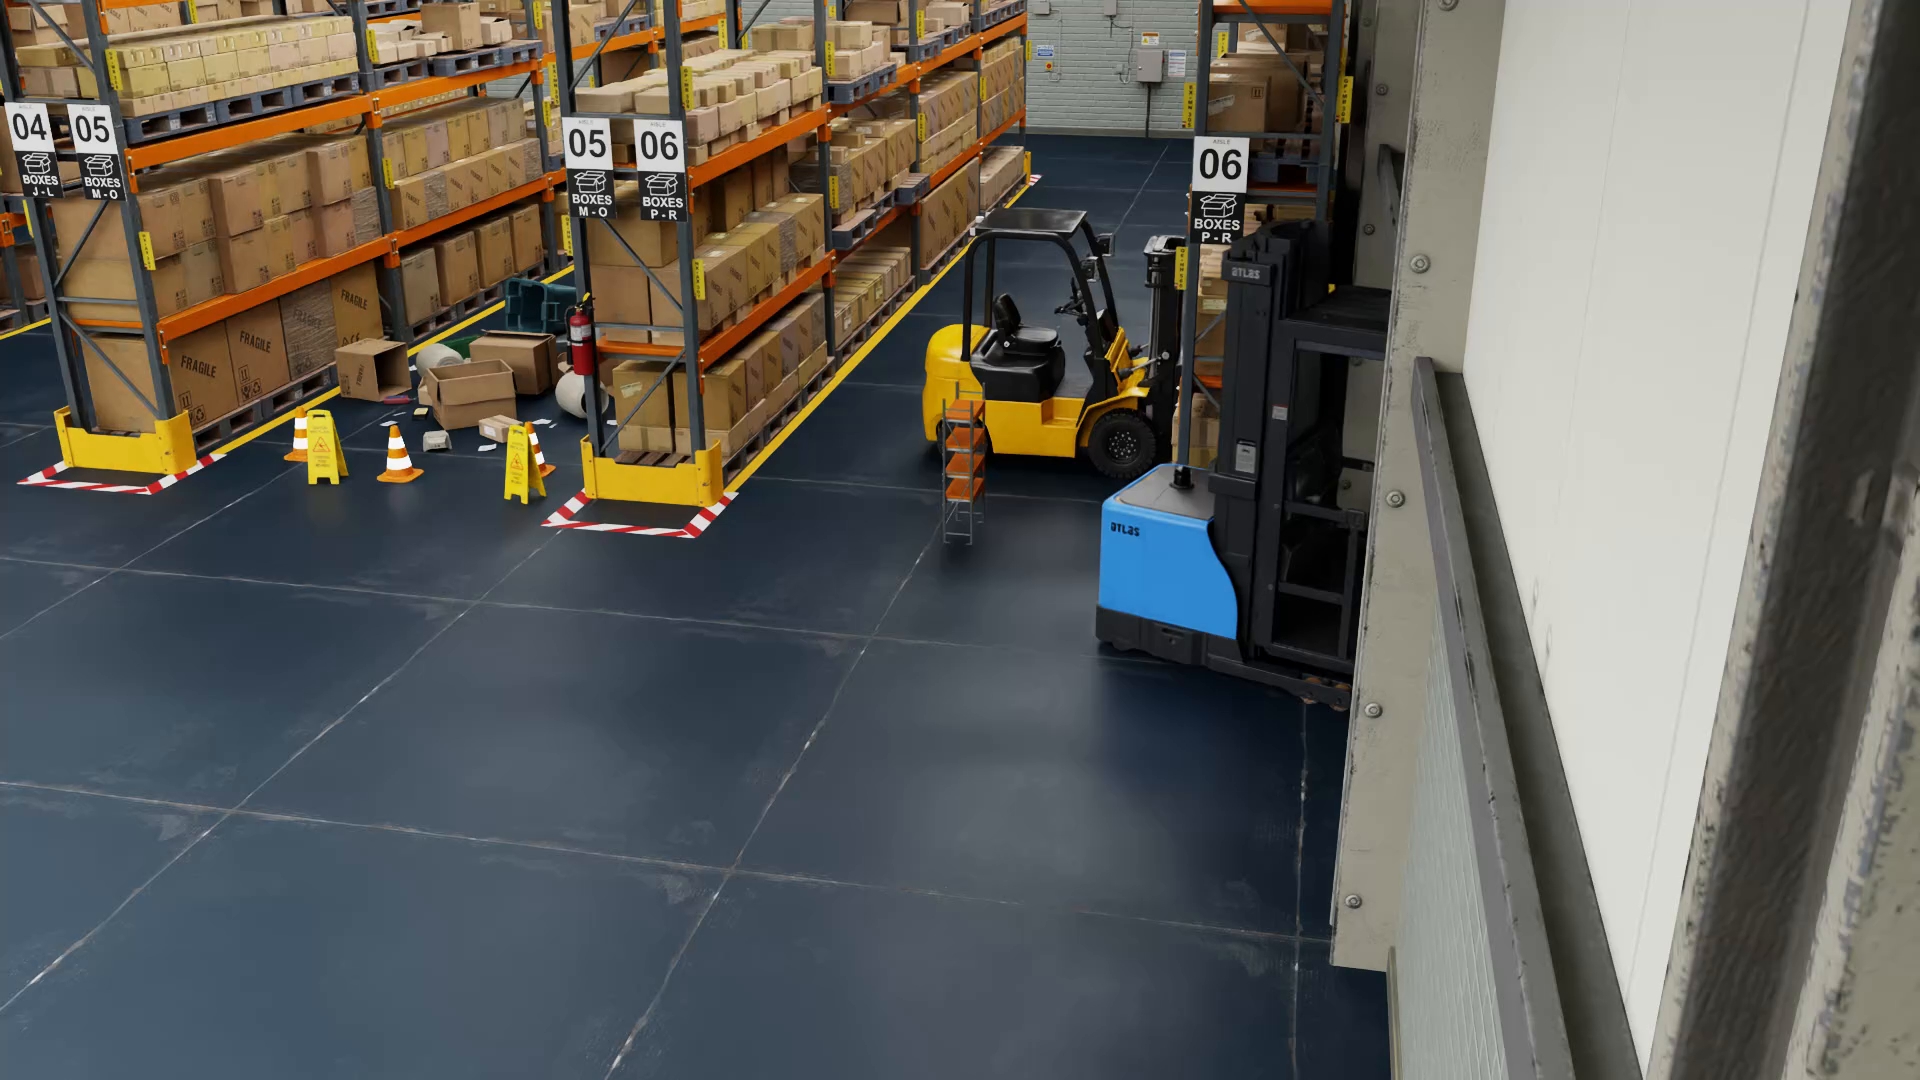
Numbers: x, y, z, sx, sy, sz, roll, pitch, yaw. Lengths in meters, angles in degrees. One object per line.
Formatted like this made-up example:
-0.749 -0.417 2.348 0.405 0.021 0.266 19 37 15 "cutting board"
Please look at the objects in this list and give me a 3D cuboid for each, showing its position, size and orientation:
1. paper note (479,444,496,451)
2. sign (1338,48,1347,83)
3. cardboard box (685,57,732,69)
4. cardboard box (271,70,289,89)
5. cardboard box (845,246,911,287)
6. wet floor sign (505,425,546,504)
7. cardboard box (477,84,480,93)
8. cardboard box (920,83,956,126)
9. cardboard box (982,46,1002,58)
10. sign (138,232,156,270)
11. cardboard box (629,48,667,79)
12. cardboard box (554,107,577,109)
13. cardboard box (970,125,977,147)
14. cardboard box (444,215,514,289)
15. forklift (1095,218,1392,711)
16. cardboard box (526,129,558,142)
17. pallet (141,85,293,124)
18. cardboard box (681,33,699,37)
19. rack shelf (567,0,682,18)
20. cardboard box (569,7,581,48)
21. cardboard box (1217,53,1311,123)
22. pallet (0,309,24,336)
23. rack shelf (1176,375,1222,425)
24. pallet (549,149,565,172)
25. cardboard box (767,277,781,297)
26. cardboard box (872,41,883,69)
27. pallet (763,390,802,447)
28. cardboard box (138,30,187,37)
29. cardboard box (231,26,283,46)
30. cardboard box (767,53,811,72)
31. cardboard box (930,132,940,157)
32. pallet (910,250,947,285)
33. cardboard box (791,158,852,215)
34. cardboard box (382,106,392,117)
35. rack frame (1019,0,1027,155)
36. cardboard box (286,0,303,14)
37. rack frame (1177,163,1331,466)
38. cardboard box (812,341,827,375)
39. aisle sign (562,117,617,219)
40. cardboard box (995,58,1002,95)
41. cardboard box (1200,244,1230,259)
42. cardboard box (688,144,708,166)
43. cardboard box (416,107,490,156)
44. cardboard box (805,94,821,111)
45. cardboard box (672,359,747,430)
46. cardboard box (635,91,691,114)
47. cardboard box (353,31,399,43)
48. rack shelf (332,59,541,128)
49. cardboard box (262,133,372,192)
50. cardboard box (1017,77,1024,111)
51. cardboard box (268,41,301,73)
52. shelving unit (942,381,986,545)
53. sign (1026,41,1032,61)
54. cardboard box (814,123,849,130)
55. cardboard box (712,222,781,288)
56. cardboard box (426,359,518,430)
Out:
-4.403 -0.866 15.493 0.148 0.019 0.142 -3 22 -8 "paper note"
3.573 -4.458 15.624 0.100 0.325 0.005 4 22 11 "sign"
-2.382 -4.476 15.735 0.380 0.149 0.250 4 22 11 "cardboard box"
-6.717 -4.441 16.022 0.380 0.149 0.250 4 22 10 "cardboard box"
-1.140 -3.441 20.869 0.950 0.372 0.625 3 22 7 "cardboard box"
-3.734 -0.666 14.173 0.267 0.644 0.232 13 25 29 "wet floor sign"
-8.834 -8.081 29.769 0.380 0.149 0.250 5 22 12 "cardboard box"
-0.356 -5.898 22.541 0.500 0.500 0.500 5 22 12 "cardboard box"
0.449 -7.597 25.890 0.380 0.149 0.250 5 22 11 "cardboard box"
-6.972 -2.480 14.261 0.100 0.325 0.005 4 22 11 "sign"
-4.735 -7.269 25.548 0.500 0.500 0.500 5 22 12 "cardboard box"
-5.383 -5.904 23.006 0.380 0.149 0.250 6 23 13 "cardboard box"
-0.043 -5.881 24.173 0.500 0.250 0.500 4 22 10 "cardboard box"
-6.269 -3.627 20.824 1.050 0.750 0.750 5 22 12 "cardboard box"
2.465 -0.489 10.676 3.031 2.935 1.130 13 25 29 "forklift"
-5.586 -5.389 22.127 0.380 0.149 0.250 5 23 13 "cardboard box"
-7.126 -4.156 15.791 1.003 0.211 1.213 4 22 11 "pallet"
-4.697 -8.257 28.000 0.500 0.500 0.500 5 22 12 "cardboard box"
-2.239 -4.925 14.533 1.077 0.370 4.000 4 22 11 "rack shelf"
-5.409 -6.822 22.157 0.500 0.500 0.500 4 22 11 "cardboard box"
2.528 -3.808 13.973 0.797 0.503 0.637 5 23 13 "cardboard box"
-11.635 -2.422 19.116 1.003 0.211 1.213 4 22 11 "pallet"
2.621 -1.766 14.717 1.077 0.370 4.000 4 22 11 "rack shelf"
-5.840 -5.192 22.516 1.213 0.211 1.003 4 22 11 "pallet"
-1.901 -2.391 15.642 0.380 0.149 0.250 5 22 11 "cardboard box"
-1.136 -5.280 18.101 0.500 0.250 0.500 4 22 10 "cardboard box"
-2.180 -1.219 16.129 1.003 0.211 1.213 4 22 11 "pallet"
-7.466 -4.679 15.544 0.380 0.149 0.250 5 22 11 "cardboard box"
-6.718 -4.815 15.883 0.380 0.149 0.250 4 22 10 "cardboard box"
-1.660 -4.620 16.093 0.380 0.149 0.250 4 22 10 "cardboard box"
-0.563 -5.189 21.785 0.500 0.250 0.500 5 22 12 "cardboard box"
-0.780 -3.660 22.190 1.003 0.211 1.213 4 22 11 "pallet"
-1.455 -3.737 17.554 0.500 0.500 0.500 5 22 12 "cardboard box"
-9.461 -6.952 26.967 0.380 0.149 0.250 4 22 9 "cardboard box"
0.618 -7.597 28.232 1.000 3.000 0.127 4 22 11 "rack frame"
-10.212 -8.040 24.874 0.500 0.311 0.500 4 22 9 "cardboard box"
2.213 -1.369 12.767 1.000 3.000 0.127 4 22 11 "rack frame"
-1.689 -1.891 17.183 0.500 0.250 0.500 5 23 13 "cardboard box"
-2.944 -2.951 13.216 0.394 0.787 0.004 4 22 11 "aisle sign"
0.360 -7.171 25.702 0.500 0.500 0.500 5 22 12 "cardboard box"
2.194 -2.380 13.879 0.380 0.149 0.250 5 22 12 "cardboard box"
-2.262 -3.117 13.429 0.380 0.149 0.250 4 22 11 "cardboard box"
-6.187 -4.986 20.276 0.700 0.500 0.500 4 22 10 "cardboard box"
-1.596 -4.345 16.477 0.380 0.149 0.250 5 22 11 "cardboard box"
-2.208 -1.295 14.700 0.500 0.500 0.500 4 22 9 "cardboard box"
-2.375 -3.505 13.325 0.380 0.149 0.250 4 22 11 "cardboard box"
-6.661 -5.580 18.714 0.500 0.250 0.500 4 22 10 "cardboard box"
-6.290 -5.338 19.571 1.077 0.370 4.000 4 22 11 "rack shelf"
-6.807 -3.987 17.622 0.875 0.550 0.550 4 22 11 "cardboard box"
0.778 -7.447 27.726 0.500 0.500 0.500 5 22 11 "cardboard box"
-6.754 -4.683 16.087 0.500 0.250 0.500 4 22 10 "cardboard box"
0.034 -0.617 13.310 0.258 1.200 0.503 4 22 11 "shelving unit"
1.146 -8.198 27.856 0.100 0.325 0.005 4 22 11 "sign"
-1.433 -4.712 19.976 0.500 0.500 0.500 6 23 14 "cardboard box"
-1.978 -2.645 15.404 0.500 0.500 0.500 4 22 10 "cardboard box"
-4.767 -1.423 16.244 0.797 0.503 0.637 -11 25 -26 "cardboard box"
